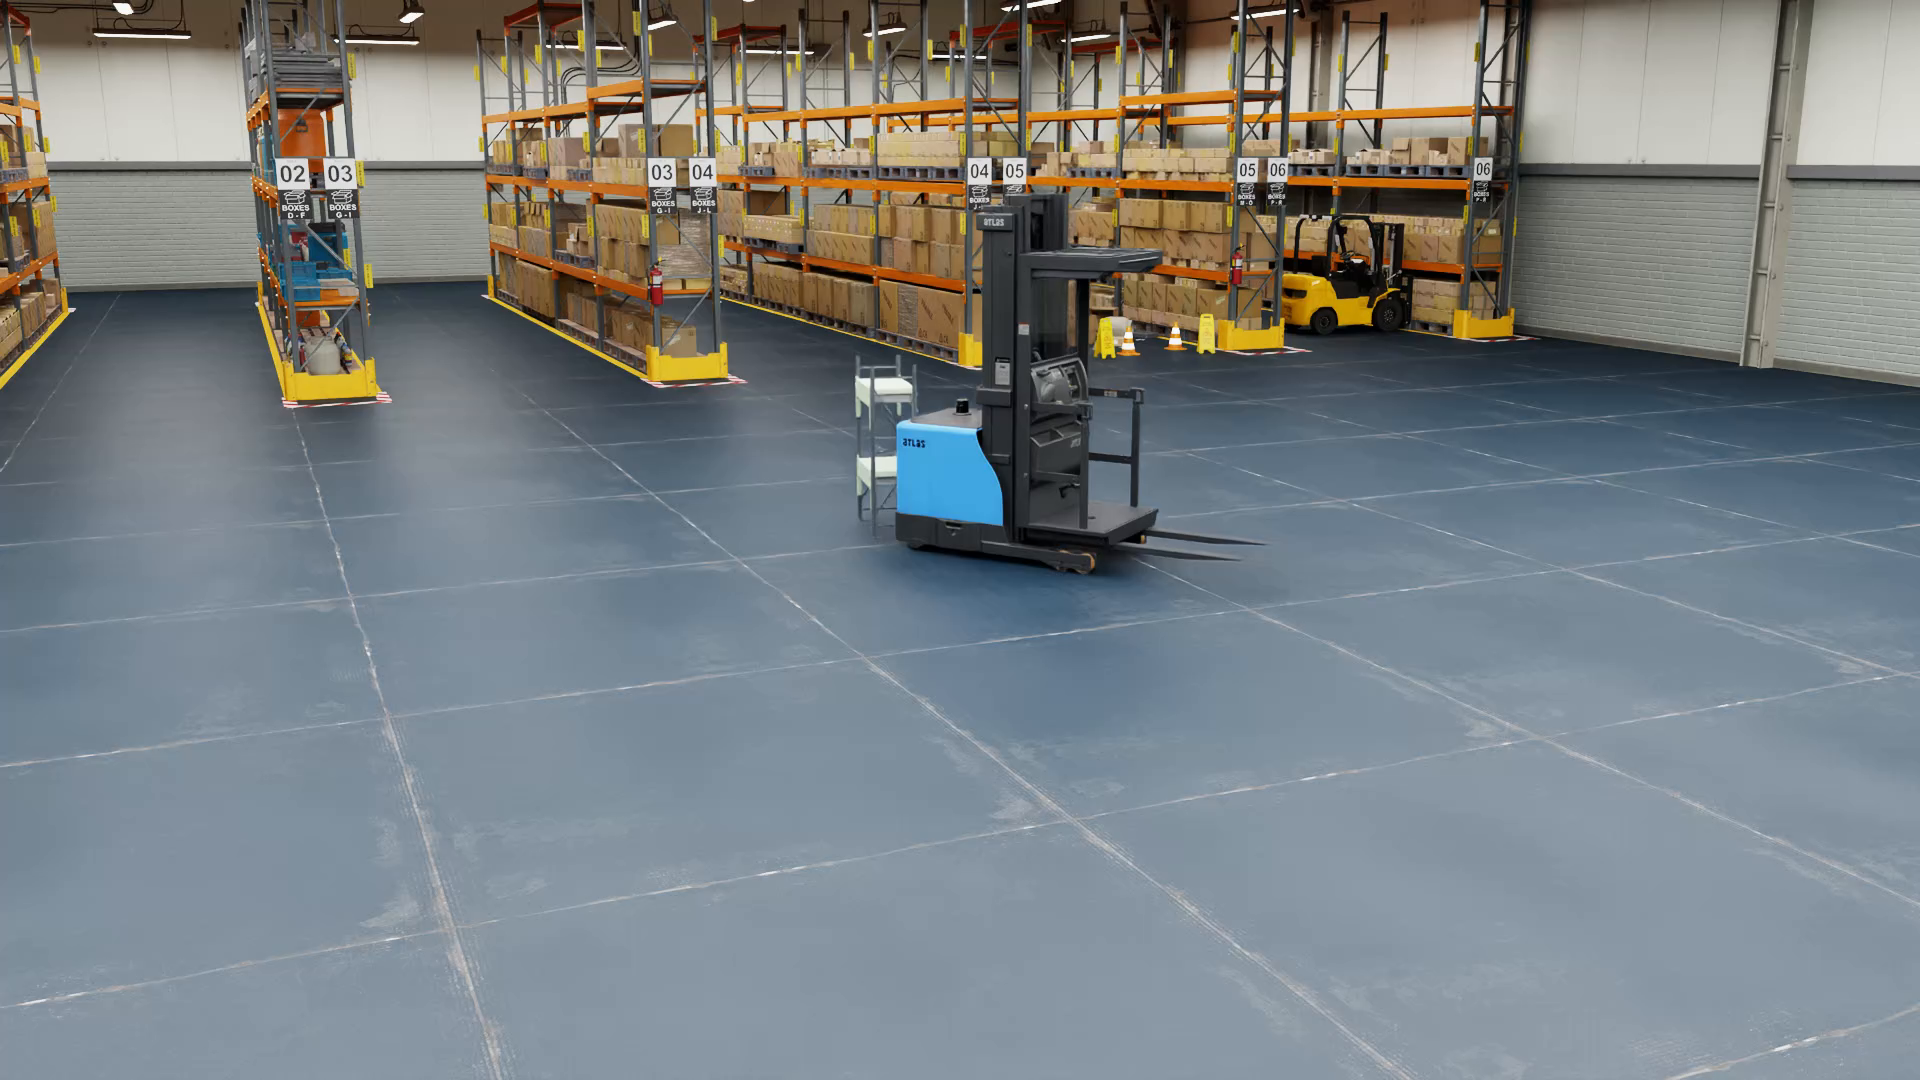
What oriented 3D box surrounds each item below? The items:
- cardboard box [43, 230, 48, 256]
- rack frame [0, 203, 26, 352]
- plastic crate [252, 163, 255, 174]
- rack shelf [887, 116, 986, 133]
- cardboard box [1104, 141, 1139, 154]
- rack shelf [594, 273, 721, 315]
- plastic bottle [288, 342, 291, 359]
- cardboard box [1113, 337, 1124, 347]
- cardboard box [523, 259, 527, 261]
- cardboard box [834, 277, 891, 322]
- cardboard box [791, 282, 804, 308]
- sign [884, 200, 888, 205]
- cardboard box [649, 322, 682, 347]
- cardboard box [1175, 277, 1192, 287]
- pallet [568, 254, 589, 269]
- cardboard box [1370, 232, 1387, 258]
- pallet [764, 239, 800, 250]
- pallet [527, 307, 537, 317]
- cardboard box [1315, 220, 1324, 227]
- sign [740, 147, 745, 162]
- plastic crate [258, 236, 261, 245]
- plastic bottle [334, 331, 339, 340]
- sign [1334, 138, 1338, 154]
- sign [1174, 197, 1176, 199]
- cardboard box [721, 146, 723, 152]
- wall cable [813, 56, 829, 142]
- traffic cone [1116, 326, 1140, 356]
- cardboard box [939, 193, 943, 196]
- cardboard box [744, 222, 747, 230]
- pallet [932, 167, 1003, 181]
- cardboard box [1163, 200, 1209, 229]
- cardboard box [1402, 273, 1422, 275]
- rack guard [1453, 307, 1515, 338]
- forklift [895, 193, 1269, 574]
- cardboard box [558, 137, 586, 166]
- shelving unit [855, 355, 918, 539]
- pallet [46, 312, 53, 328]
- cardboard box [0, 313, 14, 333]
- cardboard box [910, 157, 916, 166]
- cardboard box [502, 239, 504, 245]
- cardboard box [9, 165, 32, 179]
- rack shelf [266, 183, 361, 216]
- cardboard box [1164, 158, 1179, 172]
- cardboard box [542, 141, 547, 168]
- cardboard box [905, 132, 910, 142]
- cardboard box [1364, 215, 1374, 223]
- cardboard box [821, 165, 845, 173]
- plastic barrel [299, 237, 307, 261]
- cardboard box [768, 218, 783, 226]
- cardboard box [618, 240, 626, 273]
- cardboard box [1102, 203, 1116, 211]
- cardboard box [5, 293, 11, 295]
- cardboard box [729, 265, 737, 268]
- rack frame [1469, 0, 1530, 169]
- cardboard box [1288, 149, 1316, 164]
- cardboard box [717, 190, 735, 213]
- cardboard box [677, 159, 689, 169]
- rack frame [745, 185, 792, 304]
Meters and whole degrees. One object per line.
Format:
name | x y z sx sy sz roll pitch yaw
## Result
cardboard box | -18.280 -5.839 32.722 0.500 0.500 0.500 -6 14 -23
rack frame | -16.316 -4.624 27.698 1.000 3.000 0.127 -6 14 -23
plastic crate | -14.376 -7.642 34.346 0.437 0.282 0.530 -6 14 -23
rack shelf | -0.561 -10.031 40.234 1.077 0.370 4.000 -6 14 -23
cardboard box | 3.095 -7.532 31.900 0.500 0.250 0.500 -5 14 -22
rack shelf | -4.835 -3.928 26.286 1.077 0.370 4.000 -6 14 -23
plastic bottle | -9.911 -2.799 24.710 0.144 0.351 0.185 -5 14 -21
cardboard box | 2.671 -3.460 28.990 0.380 0.149 0.250 1 13 6
cardboard box | -9.032 -5.658 35.944 0.875 0.875 0.875 -6 14 -23
cardboard box | -1.765 -4.547 31.424 1.050 0.750 0.750 -6 14 -23
cardboard box | -3.156 -5.045 34.126 0.500 0.500 0.500 -6 14 -23
sign | -1.874 -8.478 42.252 0.100 0.325 0.005 -6 14 -23
cardboard box | -4.539 -3.103 25.738 0.500 0.500 0.500 -2 13 -8
cardboard box | 4.076 -4.626 29.768 0.380 0.149 0.250 -5 14 -21
pallet | -6.408 -5.020 29.831 1.003 0.211 1.213 -6 14 -23
cardboard box | 8.357 -5.759 32.379 0.500 0.500 0.500 -6 14 -24
pallet | -3.484 -6.257 35.179 1.003 0.211 1.213 -6 14 -23
pallet | -8.462 -4.834 34.787 1.003 0.211 1.213 -6 14 -23
cardboard box | 7.531 -6.503 34.155 0.380 0.149 0.250 -6 14 -24
sign | -4.749 -8.435 36.362 0.100 0.325 0.005 -6 14 -23
plastic crate | -14.656 -6.319 35.257 0.416 0.233 0.300 -6 14 -23
plastic bottle | -9.652 -3.061 25.844 0.144 0.351 0.185 -6 14 -24
sign | 7.498 -7.852 33.146 0.100 0.325 0.005 -6 14 -23
sign | 5.293 -8.304 41.029 0.100 0.325 0.005 -6 14 -23
cardboard box | -5.293 -8.953 38.090 0.380 0.149 0.250 -6 14 -24
wall cable | -3.899 -12.139 46.861 0.463 3.000 0.029 -6 14 -23
traffic cone | 2.811 -3.327 27.717 0.336 0.463 0.334 -6 14 -23
cardboard box | -0.272 -8.243 39.457 0.380 0.149 0.250 -6 14 -23
cardboard box | -4.519 -6.876 36.393 0.380 0.149 0.250 -5 14 -22
pallet | 0.245 -5.863 26.595 1.003 0.211 1.213 -6 14 -23
cardboard box | 4.075 -5.844 29.870 0.700 0.500 0.500 -6 14 -23
cardboard box | 8.772 -5.095 32.681 0.500 0.250 0.500 -6 14 -23
rack guard | 9.603 -3.987 30.488 1.175 0.500 0.348 -6 14 -23
forklift | 0.991 -1.294 13.460 3.031 2.935 1.130 7 15 29
cardboard box | -6.878 -6.943 29.735 0.500 0.500 0.500 -6 14 -25
shelving unit | -0.650 -0.834 14.648 0.431 1.500 0.755 -3 13 -13
pallet | -18.193 -4.234 32.197 1.003 0.211 1.213 -6 14 -23
cardboard box | -15.467 -3.465 26.613 0.500 0.311 0.500 -6 14 -23
cardboard box | -0.607 -6.291 27.652 0.380 0.149 0.250 -5 14 -22
cardboard box | -9.879 -6.574 36.679 0.380 0.149 0.250 -5 14 -22
cardboard box | -17.887 -6.962 31.478 0.500 0.250 0.500 -6 14 -23
rack shelf | -9.373 -4.942 24.015 1.077 0.370 4.000 -6 14 -23
cardboard box | 3.978 -6.690 29.644 0.500 0.250 0.500 -5 14 -22
cardboard box | -7.549 -7.354 31.680 0.797 0.503 0.637 -5 14 -20
cardboard box | -0.705 -6.731 27.784 0.380 0.149 0.250 -6 14 -23
cardboard box | 8.154 -6.293 32.588 0.380 0.149 0.250 -5 14 -22
cardboard box | -2.638 -7.598 33.670 0.500 0.500 0.500 -6 14 -23
plastic barrel | -11.313 -5.069 29.317 0.600 0.536 0.708 -6 14 -23
cardboard box | -3.785 -6.645 34.734 0.380 0.149 0.250 -5 14 -20
cardboard box | -4.889 -4.479 26.190 0.875 0.500 0.500 -6 14 -23
cardboard box | 3.050 -6.646 33.180 0.380 0.149 0.250 -5 14 -20
cardboard box | -17.948 -4.325 30.974 0.500 0.500 0.500 -6 14 -26
cardboard box | -5.365 -6.560 40.134 0.380 0.149 0.250 -5 14 -22
rack frame | 9.593 -8.133 29.551 1.000 3.000 0.127 -6 14 -23
cardboard box | 7.170 -7.994 34.648 0.500 0.311 0.500 -6 14 -25
cardboard box | -5.318 -7.844 38.511 0.500 0.500 0.500 -6 14 -25
cardboard box | -3.932 -5.526 24.389 0.380 0.149 0.250 -6 14 -23
rack frame | -4.255 -6.772 36.977 1.000 3.000 0.127 -6 14 -23
